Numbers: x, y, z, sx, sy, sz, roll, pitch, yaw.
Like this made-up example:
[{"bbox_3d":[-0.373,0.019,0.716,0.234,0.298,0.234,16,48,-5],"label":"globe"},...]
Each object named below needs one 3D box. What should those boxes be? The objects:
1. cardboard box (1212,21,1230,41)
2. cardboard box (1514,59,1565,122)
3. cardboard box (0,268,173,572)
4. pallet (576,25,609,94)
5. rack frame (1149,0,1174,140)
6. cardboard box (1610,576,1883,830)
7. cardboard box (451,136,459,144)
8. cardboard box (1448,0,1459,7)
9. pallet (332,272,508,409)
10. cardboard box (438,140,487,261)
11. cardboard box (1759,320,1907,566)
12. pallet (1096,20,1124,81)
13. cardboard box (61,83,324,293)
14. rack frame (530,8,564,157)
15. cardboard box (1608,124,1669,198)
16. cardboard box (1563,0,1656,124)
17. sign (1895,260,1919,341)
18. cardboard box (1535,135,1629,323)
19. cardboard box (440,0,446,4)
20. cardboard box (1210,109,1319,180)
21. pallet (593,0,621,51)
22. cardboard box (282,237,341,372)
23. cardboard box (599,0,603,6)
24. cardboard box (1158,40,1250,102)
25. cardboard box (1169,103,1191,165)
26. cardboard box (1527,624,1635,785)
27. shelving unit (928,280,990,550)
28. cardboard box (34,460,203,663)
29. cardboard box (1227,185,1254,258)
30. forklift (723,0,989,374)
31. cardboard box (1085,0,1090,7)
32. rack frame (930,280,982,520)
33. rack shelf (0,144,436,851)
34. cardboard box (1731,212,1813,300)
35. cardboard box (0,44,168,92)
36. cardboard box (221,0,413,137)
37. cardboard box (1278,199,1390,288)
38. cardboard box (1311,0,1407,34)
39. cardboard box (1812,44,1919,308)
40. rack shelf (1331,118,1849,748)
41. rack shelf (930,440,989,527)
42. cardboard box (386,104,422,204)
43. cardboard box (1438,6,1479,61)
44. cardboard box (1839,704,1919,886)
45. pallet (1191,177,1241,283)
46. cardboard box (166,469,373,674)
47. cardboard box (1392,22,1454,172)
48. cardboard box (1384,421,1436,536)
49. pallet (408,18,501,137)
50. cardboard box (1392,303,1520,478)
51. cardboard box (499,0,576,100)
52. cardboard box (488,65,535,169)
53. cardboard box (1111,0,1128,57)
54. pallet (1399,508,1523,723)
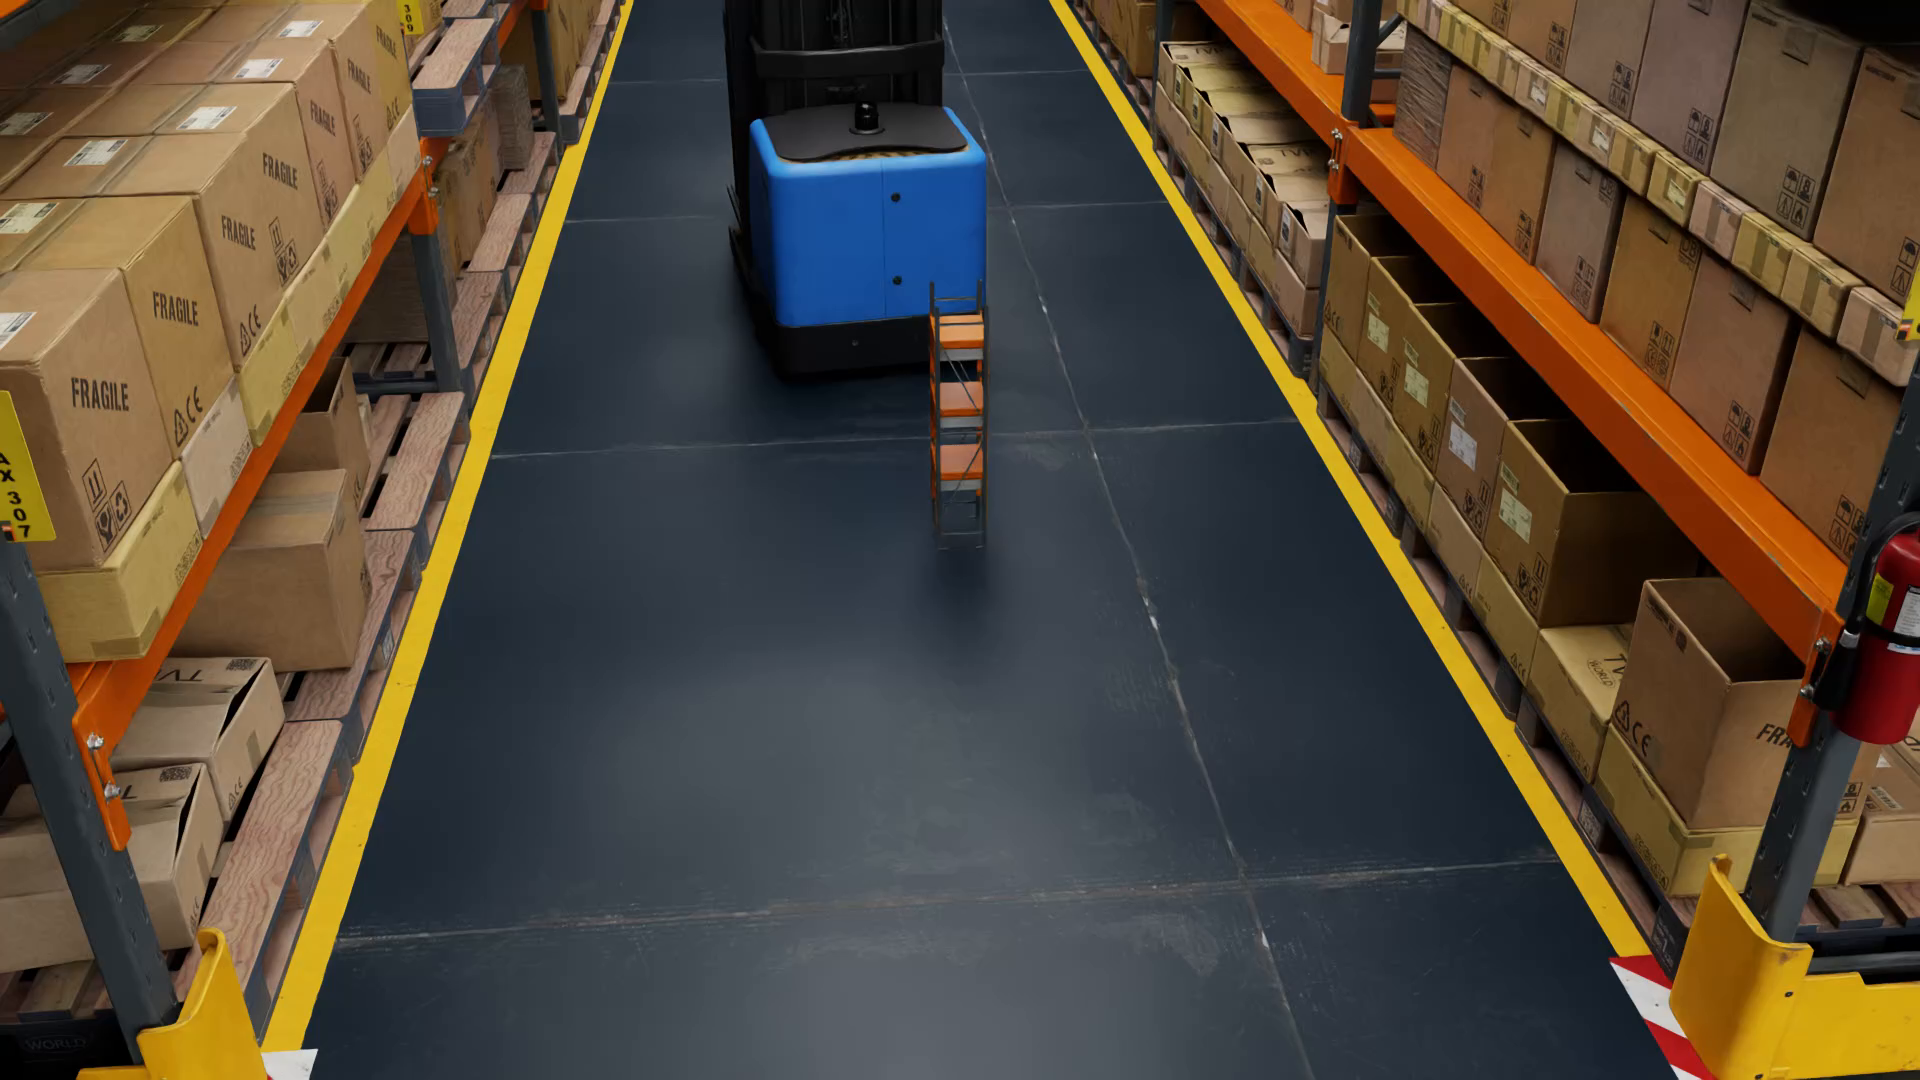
[{"bbox_3d":[2.043,-3.426,11.569,0.500,0.500,0.500,-1,31,-2],"label":"cardboard box"},{"bbox_3d":[2.132,-1.539,5.672,0.380,0.149,0.250,-4,31,-6],"label":"cardboard box"},{"bbox_3d":[-2.128,-0.265,3.664,0.500,0.500,0.500,-3,31,-5],"label":"cardboard box"},{"bbox_3d":[-3.240,-3.656,12.664,1.003,0.211,1.213,-3,31,-5],"label":"pallet"},{"bbox_3d":[1.801,-4.064,10.629,1.000,3.000,0.127,-3,31,-5],"label":"rack frame"},{"bbox_3d":[2.202,0.439,4.631,0.500,0.500,0.500,-3,31,-5],"label":"cardboard box"},{"bbox_3d":[-2.967,-2.341,9.022,0.500,0.250,0.500,-3,31,-5],"label":"cardboard box"},{"bbox_3d":[2.223,-2.396,6.473,0.700,0.500,0.500,-3,31,-4],"label":"cardboard box"},{"bbox_3d":[-2.831,-0.983,8.190,1.003,0.211,1.213,-3,31,-5],"label":"pallet"},{"bbox_3d":[-2.948,-1.797,8.843,0.700,0.500,0.500,-2,31,-4],"label":"cardboard box"},{"bbox_3d":[2.518,-0.262,4.166,0.700,0.500,0.500,-3,31,-5],"label":"cardboard box"},{"bbox_3d":[1.658,-3.872,13.026,1.003,0.211,1.213,-3,31,-5],"label":"pallet"},{"bbox_3d":[-2.267,-1.045,4.970,0.500,0.500,0.500,-2,31,-3],"label":"cardboard box"},{"bbox_3d":[-3.130,-3.825,10.229,1.000,3.000,0.127,-3,31,-5],"label":"rack frame"},{"bbox_3d":[2.201,-1.148,5.017,0.380,0.149,0.250,-2,31,-3],"label":"cardboard box"},{"bbox_3d":[2.364,-1.627,5.186,0.700,0.500,0.500,-3,31,-5],"label":"cardboard box"},{"bbox_3d":[2.007,-0.560,3.402,0.100,0.325,0.005,-3,31,-5],"label":"sign"},{"bbox_3d":[2.371,-1.052,5.489,0.700,0.500,0.500,-2,31,-3],"label":"cardboard box"},{"bbox_3d":[-2.908,-2.896,8.148,0.700,0.500,0.500,1,31,2],"label":"cardboard box"},{"bbox_3d":[1.709,-2.233,9.288,0.500,0.311,0.500,-3,31,-5],"label":"cardboard box"},{"bbox_3d":[-3.357,-4.280,13.709,1.003,0.211,1.213,-3,31,-5],"label":"pallet"},{"bbox_3d":[-2.262,-0.732,5.177,0.500,0.250,0.500,-2,31,-4],"label":"cardboard box"},{"bbox_3d":[-3.314,-4.799,13.546,0.750,0.750,0.750,-2,31,-4],"label":"cardboard box"},{"bbox_3d":[1.558,-3.023,10.612,0.500,0.311,0.500,-2,31,-3],"label":"cardboard box"},{"bbox_3d":[1.606,-2.526,10.326,0.500,0.250,0.500,-4,31,-6],"label":"cardboard box"},{"bbox_3d":[2.146,0.506,5.250,0.500,0.250,0.500,-3,31,-5],"label":"cardboard box"},{"bbox_3d":[-0.005,-0.478,6.527,0.215,1.050,0.252,-3,31,-5],"label":"shelving unit"},{"bbox_3d":[-2.112,0.051,3.867,0.500,0.250,0.500,-4,31,-6],"label":"cardboard box"},{"bbox_3d":[1.754,-1.739,9.009,0.500,0.250,0.500,-2,31,-3],"label":"cardboard box"},{"bbox_3d":[-0.688,-2.796,8.573,1.130,2.935,3.031,-7,32,-11],"label":"forklift"},{"bbox_3d":[1.291,-4.692,13.688,0.500,0.500,0.500,-2,31,-4],"label":"cardboard box"},{"bbox_3d":[-0.016,-0.540,6.631,0.200,1.050,0.008,-3,31,-5],"label":"rack frame"},{"bbox_3d":[-2.570,-0.453,5.285,1.077,0.370,4.000,-3,31,-5],"label":"rack shelf"},{"bbox_3d":[2.274,-0.751,4.353,0.380,0.149,0.250,-3,31,-5],"label":"cardboard box"},{"bbox_3d":[-2.835,-1.280,5.363,0.500,0.500,0.500,-2,31,-3],"label":"cardboard box"},{"bbox_3d":[-2.405,-1.822,6.271,0.500,0.500,0.500,-3,31,-5],"label":"cardboard box"},{"bbox_3d":[1.852,-1.456,7.987,0.500,0.311,0.500,-3,31,-5],"label":"cardboard box"},{"bbox_3d":[2.070,-2.727,8.293,0.500,0.500,0.500,-1,31,-1],"label":"cardboard box"},{"bbox_3d":[2.513,-0.846,3.878,0.700,0.500,0.500,-3,31,-4],"label":"cardboard box"},{"bbox_3d":[2.362,-0.692,5.685,1.077,0.370,4.000,-3,31,-5],"label":"rack shelf"},{"bbox_3d":[-0.005,-0.230,6.674,0.215,0.259,0.240,-3,31,-5],"label":"rack shelf"},{"bbox_3d":[-2.411,-1.500,6.463,0.500,0.250,0.500,-3,31,-4],"label":"cardboard box"},{"bbox_3d":[2.057,-1.937,6.338,0.380,0.149,0.250,-4,31,-6],"label":"cardboard box"},{"bbox_3d":[2.720,0.736,4.865,0.500,0.250,0.500,-3,31,-5],"label":"cardboard box"},{"bbox_3d":[1.950,-1.824,9.597,1.003,0.211,1.213,-3,31,-5],"label":"pallet"},{"bbox_3d":[-2.430,0.118,5.636,0.700,0.500,0.500,-5,31,-8],"label":"cardboard box"},{"bbox_3d":[2.223,-1.839,6.806,0.700,0.500,0.500,-4,31,-6],"label":"cardboard box"},{"bbox_3d":[2.000,-0.260,6.531,0.500,0.250,0.500,-3,31,-5],"label":"cardboard box"},{"bbox_3d":[-2.683,-2.098,7.524,1.003,0.211,1.213,-3,31,-5],"label":"pallet"},{"bbox_3d":[2.000,-0.582,6.339,0.500,0.500,0.500,-3,31,-5],"label":"cardboard box"},{"bbox_3d":[-3.068,-3.464,11.311,0.750,0.750,0.750,-3,31,-5],"label":"cardboard box"},{"bbox_3d":[-3.011,-2.576,10.146,0.700,0.500,0.500,-2,31,-4],"label":"cardboard box"},{"bbox_3d":[1.432,-3.911,12.380,0.500,0.500,0.500,-4,31,-6],"label":"cardboard box"},{"bbox_3d":[2.325,0.207,6.197,1.003,0.211,1.213,-3,31,-5],"label":"pallet"}]
